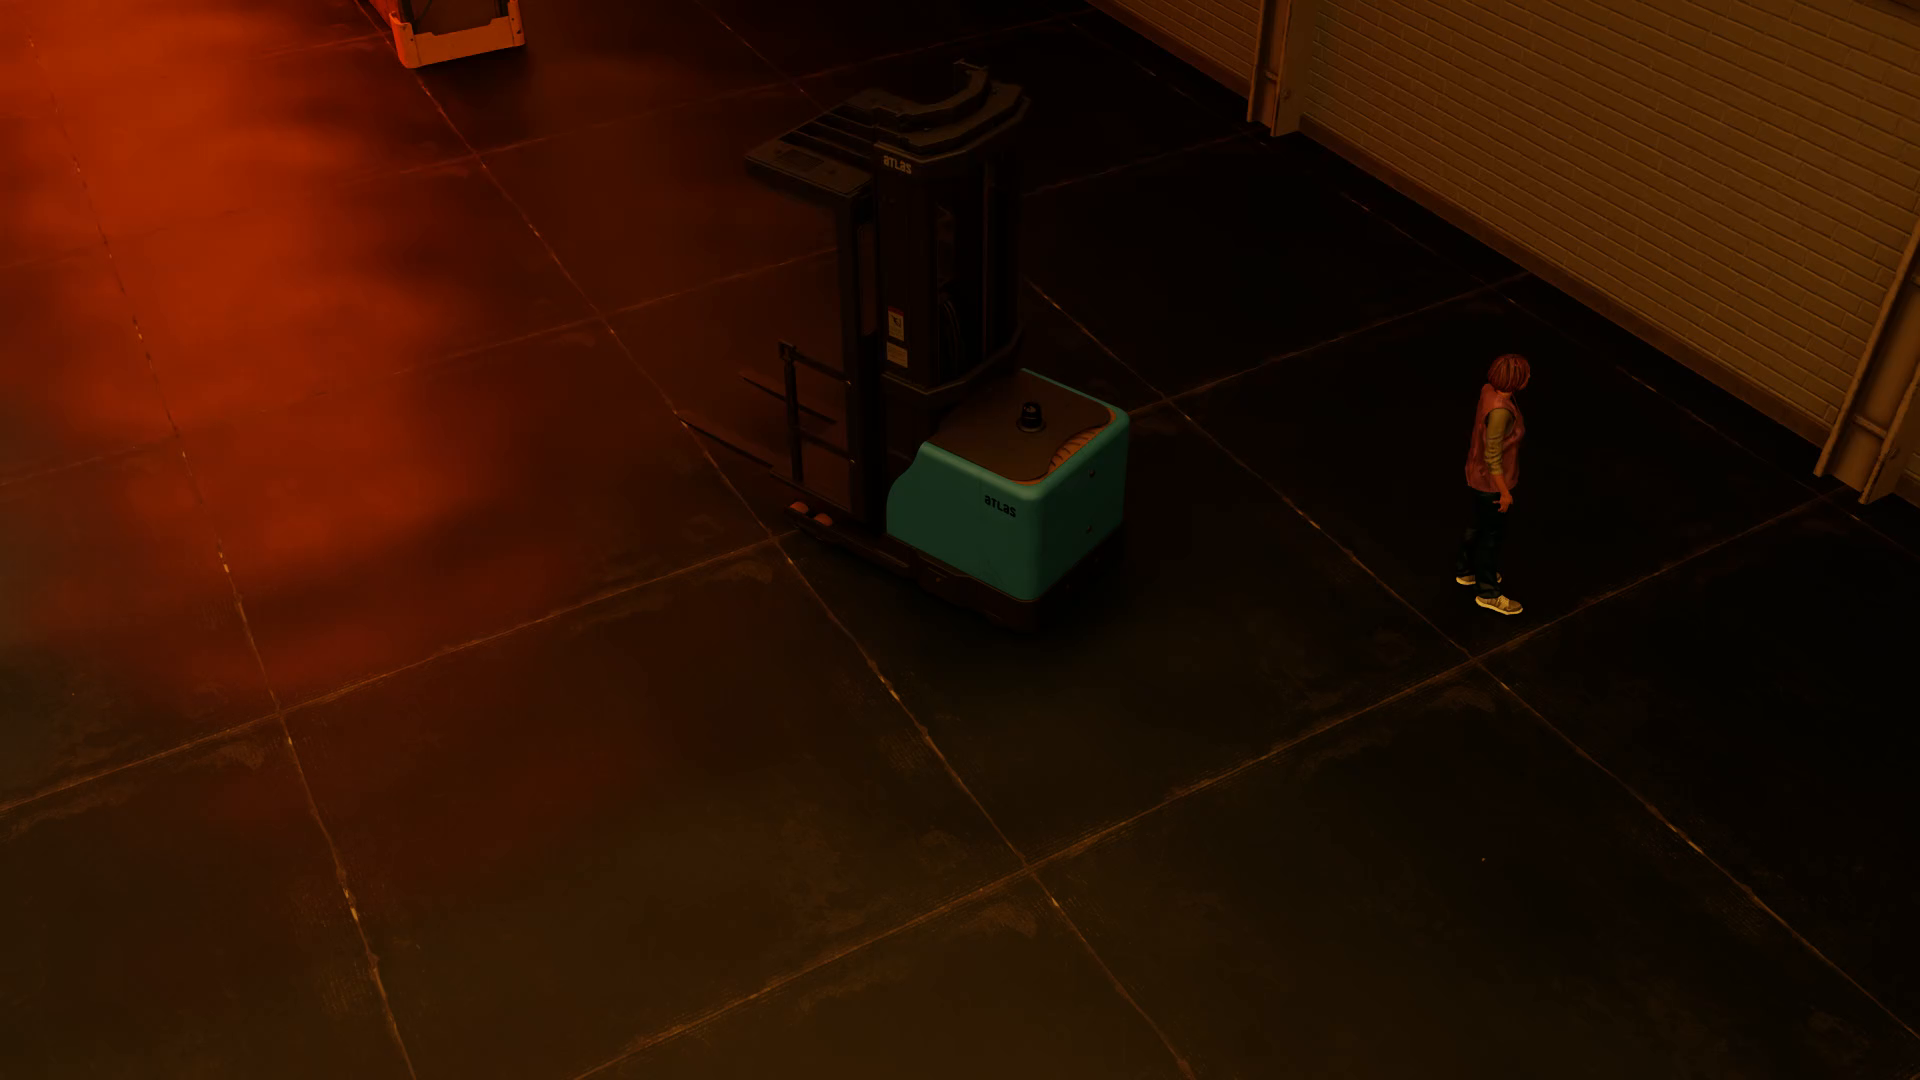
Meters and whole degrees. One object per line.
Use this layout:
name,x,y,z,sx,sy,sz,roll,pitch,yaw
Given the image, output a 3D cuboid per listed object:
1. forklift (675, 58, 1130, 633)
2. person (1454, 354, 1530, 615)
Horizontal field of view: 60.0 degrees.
forklift,-0.481,-1.366,9.683,3.031,2.935,1.130,26,46,28
person,3.112,-0.346,9.486,0.472,1.599,0.520,6,40,7
